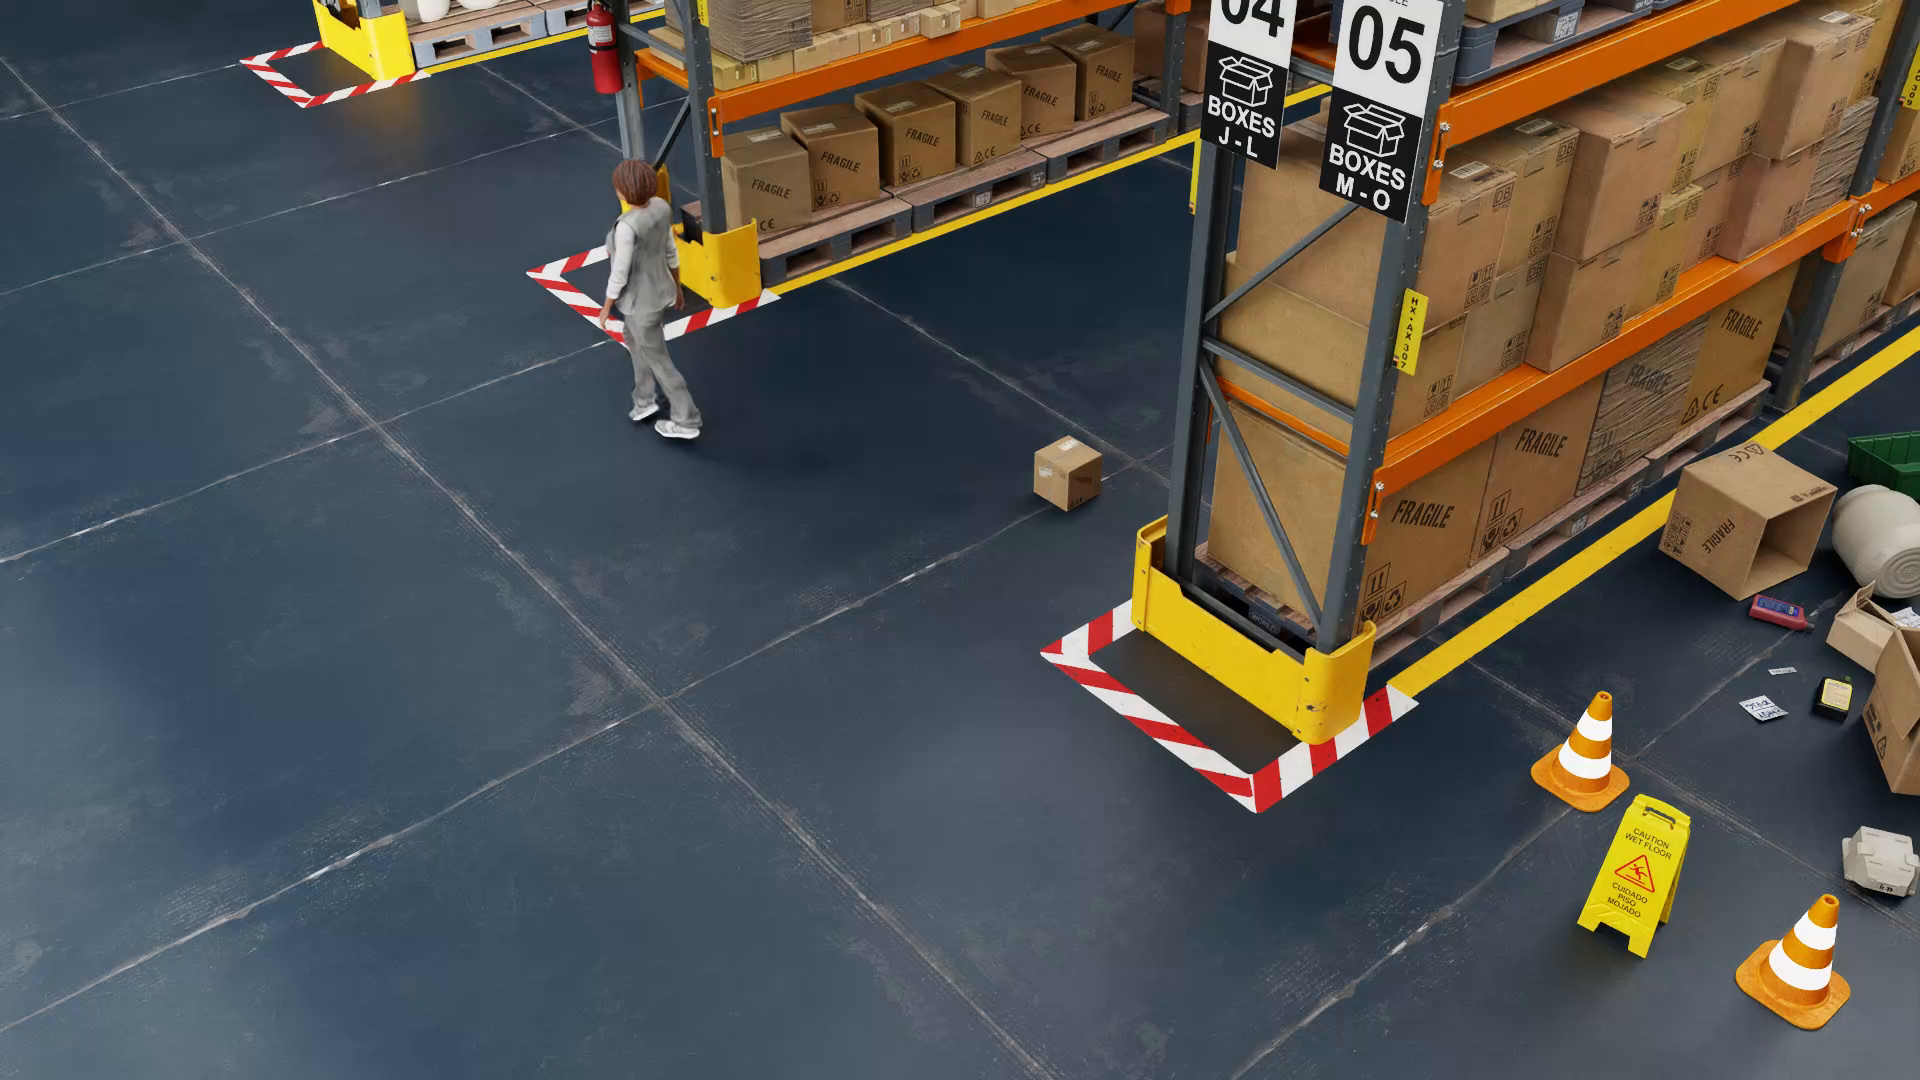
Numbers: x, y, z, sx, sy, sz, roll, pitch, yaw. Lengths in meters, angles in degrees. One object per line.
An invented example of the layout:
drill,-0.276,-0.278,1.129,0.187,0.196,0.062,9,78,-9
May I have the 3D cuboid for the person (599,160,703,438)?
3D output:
person,-1.661,-1.225,8.757,0.548,1.650,0.454,13,38,17
